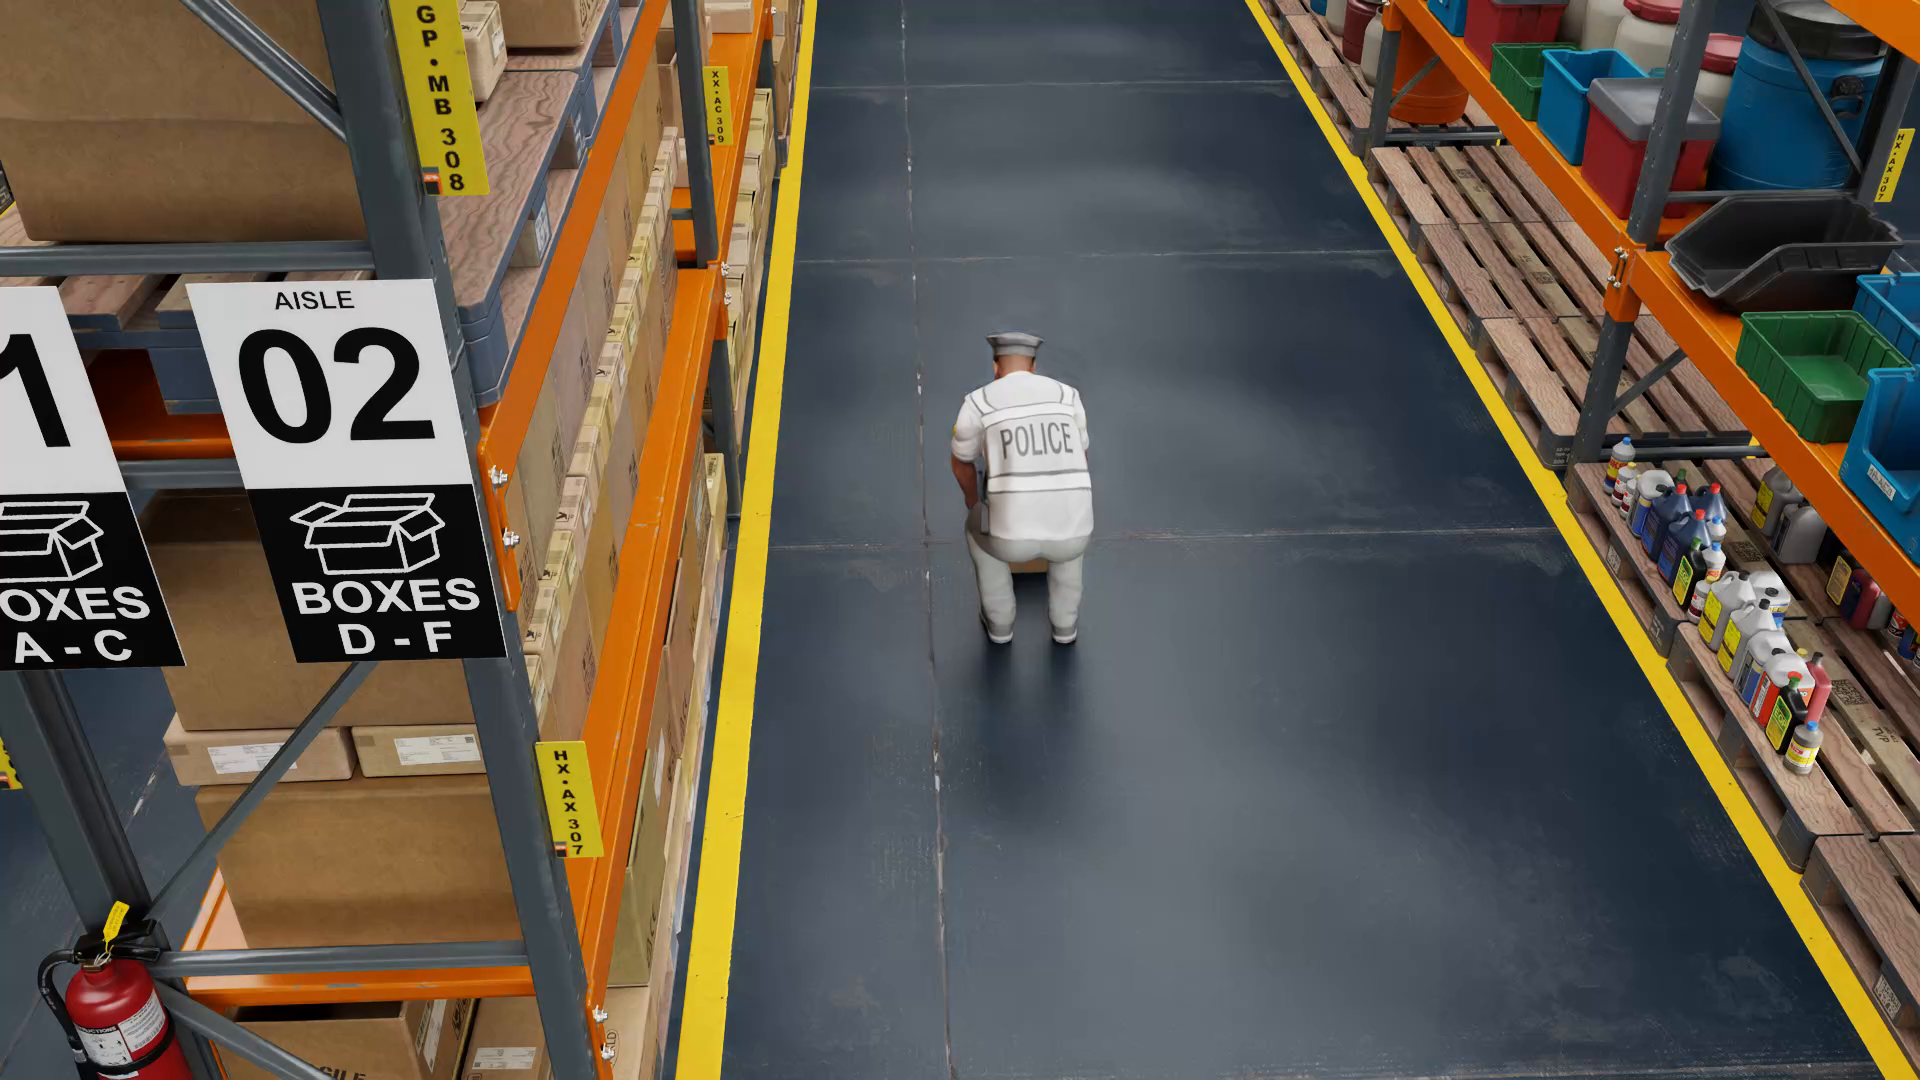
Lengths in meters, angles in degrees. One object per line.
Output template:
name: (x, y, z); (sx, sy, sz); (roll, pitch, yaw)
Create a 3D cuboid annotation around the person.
person: (0.257, -0.191, 6.893); (0.576, 1.205, 0.900); (-2, 35, -2)
